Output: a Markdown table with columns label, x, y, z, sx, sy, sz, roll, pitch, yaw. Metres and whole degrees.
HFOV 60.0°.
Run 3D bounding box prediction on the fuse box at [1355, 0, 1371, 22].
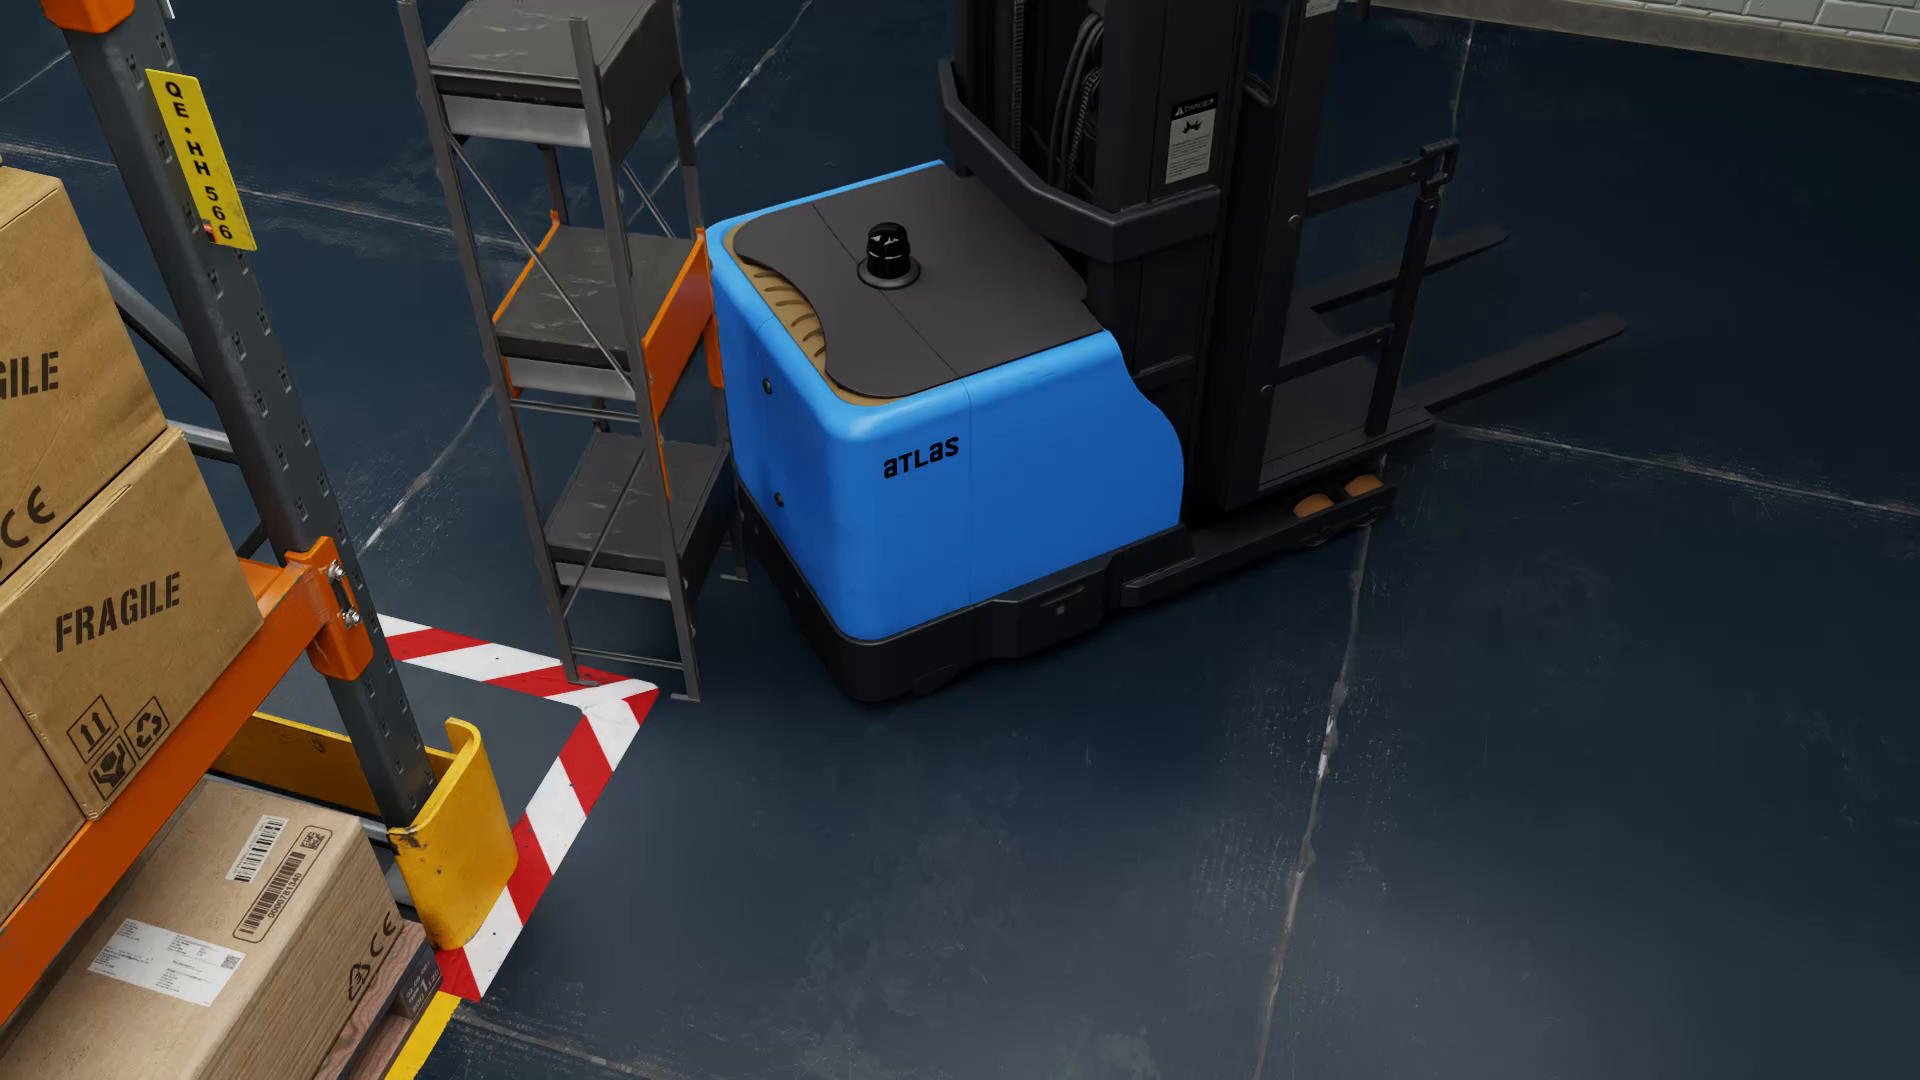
| label | x | y | z | sx | sy | sz | roll | pitch | yaw |
| --- | --- | --- | --- | --- | --- | --- | --- | --- | --- |
| fuse box | 1.879 | -3.008 | 7.101 | 0.539 | 1.711 | 0.414 | 13 | 46 | 13 |

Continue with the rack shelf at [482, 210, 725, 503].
| label | x | y | z | sx | sy | sz | roll | pitch | yaw |
| --- | --- | --- | --- | --- | --- | --- | --- | --- | --- |
| rack shelf | -0.893 | -0.470 | 4.248 | 0.431 | 0.518 | 0.480 | 8 | 45 | 8 |

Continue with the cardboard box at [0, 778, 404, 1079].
| label | x | y | z | sx | sy | sz | roll | pitch | yaw |
| --- | --- | --- | --- | --- | --- | --- | --- | --- | --- |
| cardboard box | -1.869 | 0.980 | 3.636 | 0.875 | 0.438 | 0.875 | 11 | 45 | 11 |

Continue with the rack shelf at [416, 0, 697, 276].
| label | x | y | z | sx | sy | sz | roll | pitch | yaw |
| --- | --- | --- | --- | --- | --- | --- | --- | --- | --- |
| rack shelf | -0.893 | -0.970 | 3.759 | 0.431 | 0.518 | 0.480 | 8 | 45 | 8 |

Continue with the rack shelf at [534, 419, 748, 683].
| label | x | y | z | sx | sy | sz | roll | pitch | yaw |
| --- | --- | --- | --- | --- | --- | --- | --- | --- | --- |
| rack shelf | -0.893 | 0.030 | 4.738 | 0.431 | 0.518 | 0.480 | 8 | 45 | 8 |

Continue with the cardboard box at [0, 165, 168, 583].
| label | x | y | z | sx | sy | sz | roll | pitch | yaw |
| --- | --- | --- | --- | --- | --- | --- | --- | --- | --- |
| cardboard box | -1.683 | -0.269 | 2.593 | 0.500 | 0.500 | 0.500 | 14 | 46 | 14 |

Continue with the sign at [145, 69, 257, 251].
| label | x | y | z | sx | sy | sz | roll | pitch | yaw |
| --- | --- | --- | --- | --- | --- | --- | --- | --- | --- |
| sign | -1.251 | -0.622 | 2.743 | 0.100 | 0.325 | 0.005 | 13 | 46 | 13 |

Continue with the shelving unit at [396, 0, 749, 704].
| label | x | y | z | sx | sy | sz | roll | pitch | yaw |
| --- | --- | --- | --- | --- | --- | --- | --- | --- | --- |
| shelving unit | -0.893 | -0.480 | 4.239 | 0.431 | 2.100 | 0.503 | 8 | 45 | 8 |

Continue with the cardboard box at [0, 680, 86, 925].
| label | x | y | z | sx | sy | sz | roll | pitch | yaw |
| --- | --- | --- | --- | --- | --- | --- | --- | --- | --- |
| cardboard box | -1.824 | 0.426 | 2.599 | 0.500 | 0.500 | 0.500 | 12 | 46 | 12 |

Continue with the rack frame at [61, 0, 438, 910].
| label | x | y | z | sx | sy | sz | roll | pitch | yaw |
| --- | --- | --- | --- | --- | --- | --- | --- | --- | --- |
| rack frame | -1.764 | -0.247 | 3.358 | 1.000 | 3.000 | 0.127 | 13 | 46 | 13 |

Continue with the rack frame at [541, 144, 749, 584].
| label | x | y | z | sx | sy | sz | roll | pitch | yaw |
| --- | --- | --- | --- | --- | --- | --- | --- | --- | --- |
| rack frame | -0.846 | -0.647 | 4.410 | 0.400 | 2.100 | 0.015 | 8 | 45 | 8 |

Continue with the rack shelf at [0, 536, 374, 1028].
| label | x | y | z | sx | sy | sz | roll | pitch | yaw |
| --- | --- | --- | --- | --- | --- | --- | --- | --- | --- |
| rack shelf | -2.370 | 1.343 | 2.247 | 1.077 | 0.370 | 4.000 | 13 | 46 | 13 |

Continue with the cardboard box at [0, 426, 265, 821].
| label | x | y | z | sx | sy | sz | roll | pitch | yaw |
| --- | --- | --- | --- | --- | --- | --- | --- | --- | --- |
| cardboard box | -1.658 | 0.095 | 2.937 | 0.500 | 0.500 | 0.500 | 13 | 46 | 13 |

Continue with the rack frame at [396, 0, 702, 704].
| label | x | y | z | sx | sy | sz | roll | pitch | yaw |
| --- | --- | --- | --- | --- | --- | --- | --- | --- | --- |
| rack frame | -0.940 | -0.312 | 4.068 | 0.400 | 2.100 | 0.015 | 8 | 45 | 8 |

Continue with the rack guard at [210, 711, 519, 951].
| label | x | y | z | sx | sy | sz | roll | pitch | yaw |
| --- | --- | --- | --- | --- | --- | --- | --- | --- | --- |
| rack guard | -1.757 | 0.630 | 4.249 | 1.175 | 0.500 | 0.348 | 13 | 46 | 13 |

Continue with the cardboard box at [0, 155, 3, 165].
| label | x | y | z | sx | sy | sz | roll | pitch | yaw |
| --- | --- | --- | --- | --- | --- | --- | --- | --- | --- |
| cardboard box | -1.682 | -0.591 | 2.459 | 0.380 | 0.149 | 0.250 | 13 | 46 | 13 |

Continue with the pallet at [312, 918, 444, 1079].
| label | x | y | z | sx | sy | sz | roll | pitch | yaw |
| --- | --- | --- | --- | --- | --- | --- | --- | --- | --- |
| pallet | -1.932 | 1.299 | 3.772 | 1.003 | 0.211 | 1.213 | 13 | 46 | 13 |

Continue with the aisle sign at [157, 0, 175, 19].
| label | x | y | z | sx | sy | sz | roll | pitch | yaw |
| --- | --- | --- | --- | --- | --- | --- | --- | --- | --- |
| aisle sign | -1.447 | -1.159 | 2.431 | 0.394 | 0.787 | 0.004 | 13 | 46 | 13 |

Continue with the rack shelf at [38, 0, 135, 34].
| label | x | y | z | sx | sy | sz | roll | pitch | yaw |
| --- | --- | --- | --- | --- | --- | --- | --- | --- | --- |
| rack shelf | -2.370 | 0.271 | 1.198 | 1.077 | 0.370 | 4.000 | 13 | 46 | 13 |

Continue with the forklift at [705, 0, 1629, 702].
| label | x | y | z | sx | sy | sz | roll | pitch | yaw |
| --- | --- | --- | --- | --- | --- | --- | --- | --- | --- |
| forklift | 0.798 | -1.335 | 4.518 | 3.031 | 2.935 | 1.130 | -20 | 48 | -20 |
